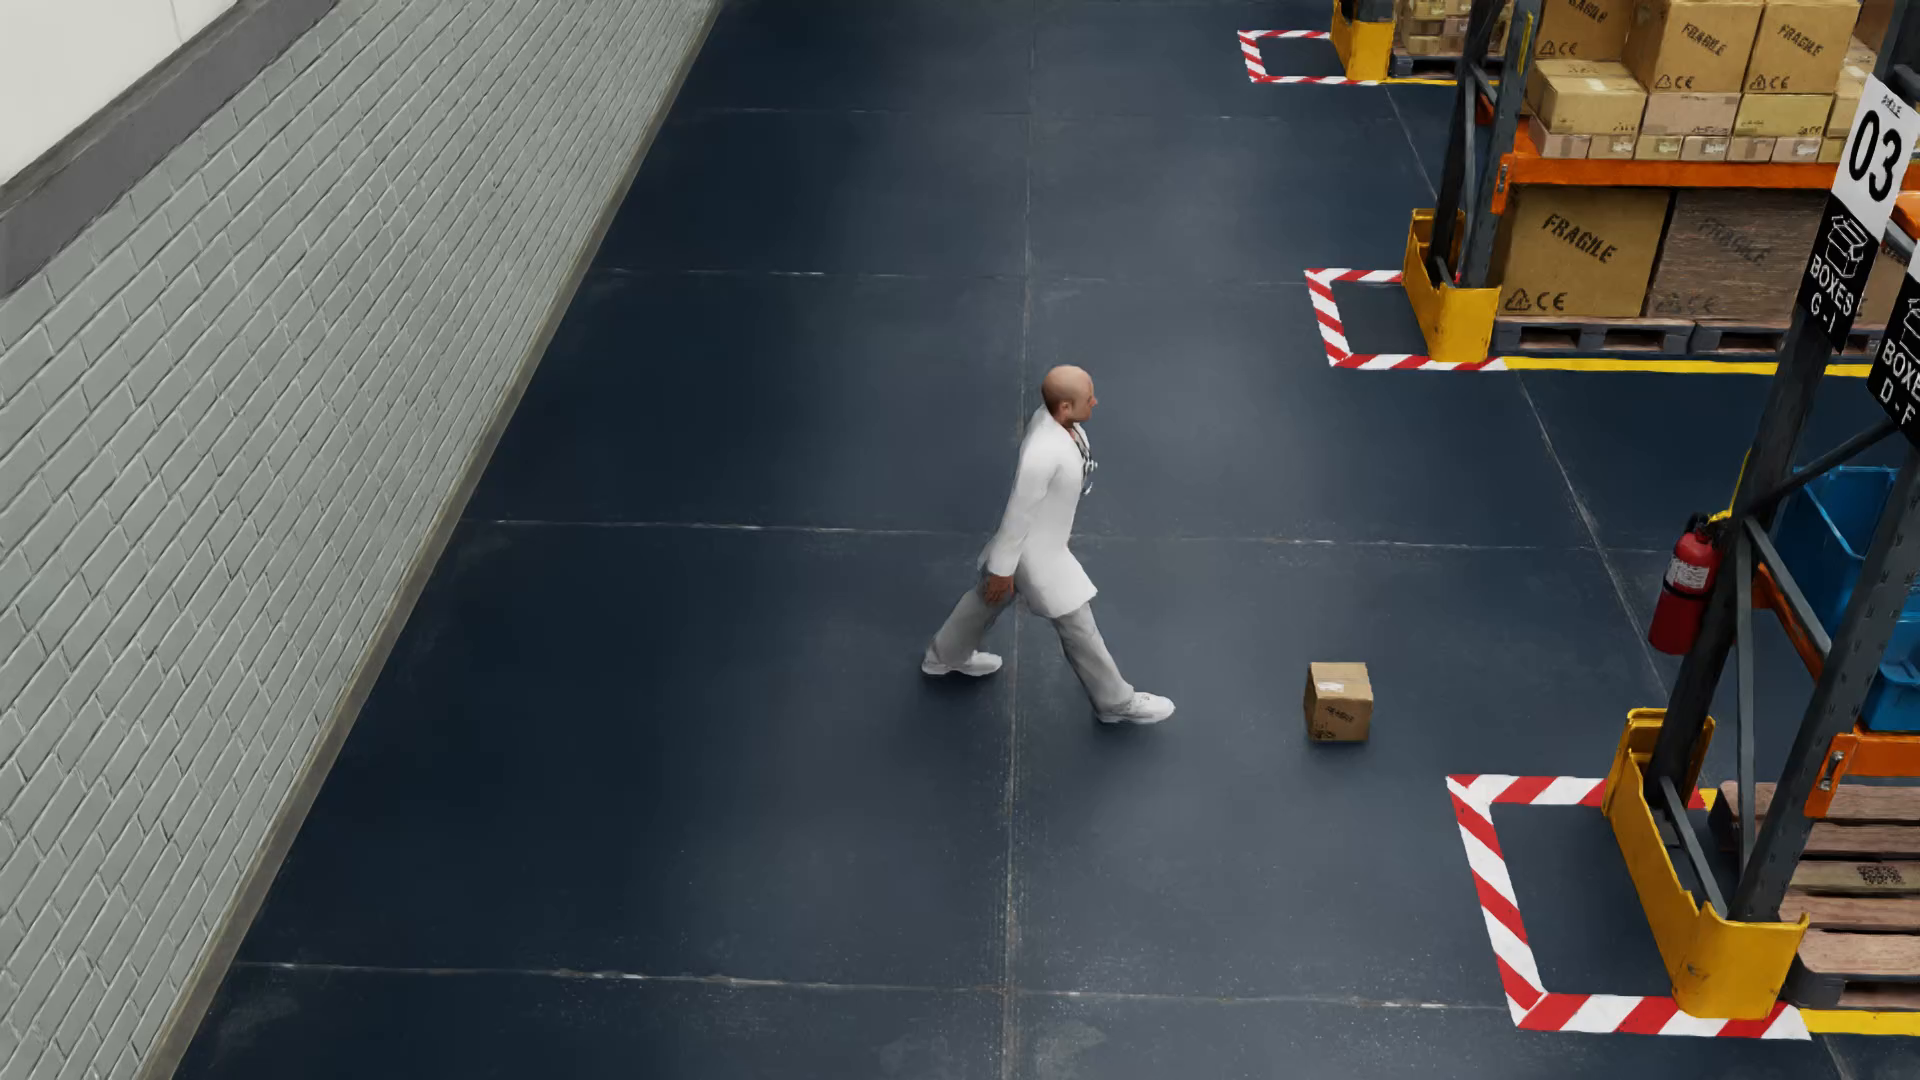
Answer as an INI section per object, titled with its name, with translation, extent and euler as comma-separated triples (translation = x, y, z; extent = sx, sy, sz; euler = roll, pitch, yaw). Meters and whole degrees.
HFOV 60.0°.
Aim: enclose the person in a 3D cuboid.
[person]
translation = 0.401, -0.003, 7.149
extent = 1.154, 1.684, 0.616
euler = 4, 35, 6
